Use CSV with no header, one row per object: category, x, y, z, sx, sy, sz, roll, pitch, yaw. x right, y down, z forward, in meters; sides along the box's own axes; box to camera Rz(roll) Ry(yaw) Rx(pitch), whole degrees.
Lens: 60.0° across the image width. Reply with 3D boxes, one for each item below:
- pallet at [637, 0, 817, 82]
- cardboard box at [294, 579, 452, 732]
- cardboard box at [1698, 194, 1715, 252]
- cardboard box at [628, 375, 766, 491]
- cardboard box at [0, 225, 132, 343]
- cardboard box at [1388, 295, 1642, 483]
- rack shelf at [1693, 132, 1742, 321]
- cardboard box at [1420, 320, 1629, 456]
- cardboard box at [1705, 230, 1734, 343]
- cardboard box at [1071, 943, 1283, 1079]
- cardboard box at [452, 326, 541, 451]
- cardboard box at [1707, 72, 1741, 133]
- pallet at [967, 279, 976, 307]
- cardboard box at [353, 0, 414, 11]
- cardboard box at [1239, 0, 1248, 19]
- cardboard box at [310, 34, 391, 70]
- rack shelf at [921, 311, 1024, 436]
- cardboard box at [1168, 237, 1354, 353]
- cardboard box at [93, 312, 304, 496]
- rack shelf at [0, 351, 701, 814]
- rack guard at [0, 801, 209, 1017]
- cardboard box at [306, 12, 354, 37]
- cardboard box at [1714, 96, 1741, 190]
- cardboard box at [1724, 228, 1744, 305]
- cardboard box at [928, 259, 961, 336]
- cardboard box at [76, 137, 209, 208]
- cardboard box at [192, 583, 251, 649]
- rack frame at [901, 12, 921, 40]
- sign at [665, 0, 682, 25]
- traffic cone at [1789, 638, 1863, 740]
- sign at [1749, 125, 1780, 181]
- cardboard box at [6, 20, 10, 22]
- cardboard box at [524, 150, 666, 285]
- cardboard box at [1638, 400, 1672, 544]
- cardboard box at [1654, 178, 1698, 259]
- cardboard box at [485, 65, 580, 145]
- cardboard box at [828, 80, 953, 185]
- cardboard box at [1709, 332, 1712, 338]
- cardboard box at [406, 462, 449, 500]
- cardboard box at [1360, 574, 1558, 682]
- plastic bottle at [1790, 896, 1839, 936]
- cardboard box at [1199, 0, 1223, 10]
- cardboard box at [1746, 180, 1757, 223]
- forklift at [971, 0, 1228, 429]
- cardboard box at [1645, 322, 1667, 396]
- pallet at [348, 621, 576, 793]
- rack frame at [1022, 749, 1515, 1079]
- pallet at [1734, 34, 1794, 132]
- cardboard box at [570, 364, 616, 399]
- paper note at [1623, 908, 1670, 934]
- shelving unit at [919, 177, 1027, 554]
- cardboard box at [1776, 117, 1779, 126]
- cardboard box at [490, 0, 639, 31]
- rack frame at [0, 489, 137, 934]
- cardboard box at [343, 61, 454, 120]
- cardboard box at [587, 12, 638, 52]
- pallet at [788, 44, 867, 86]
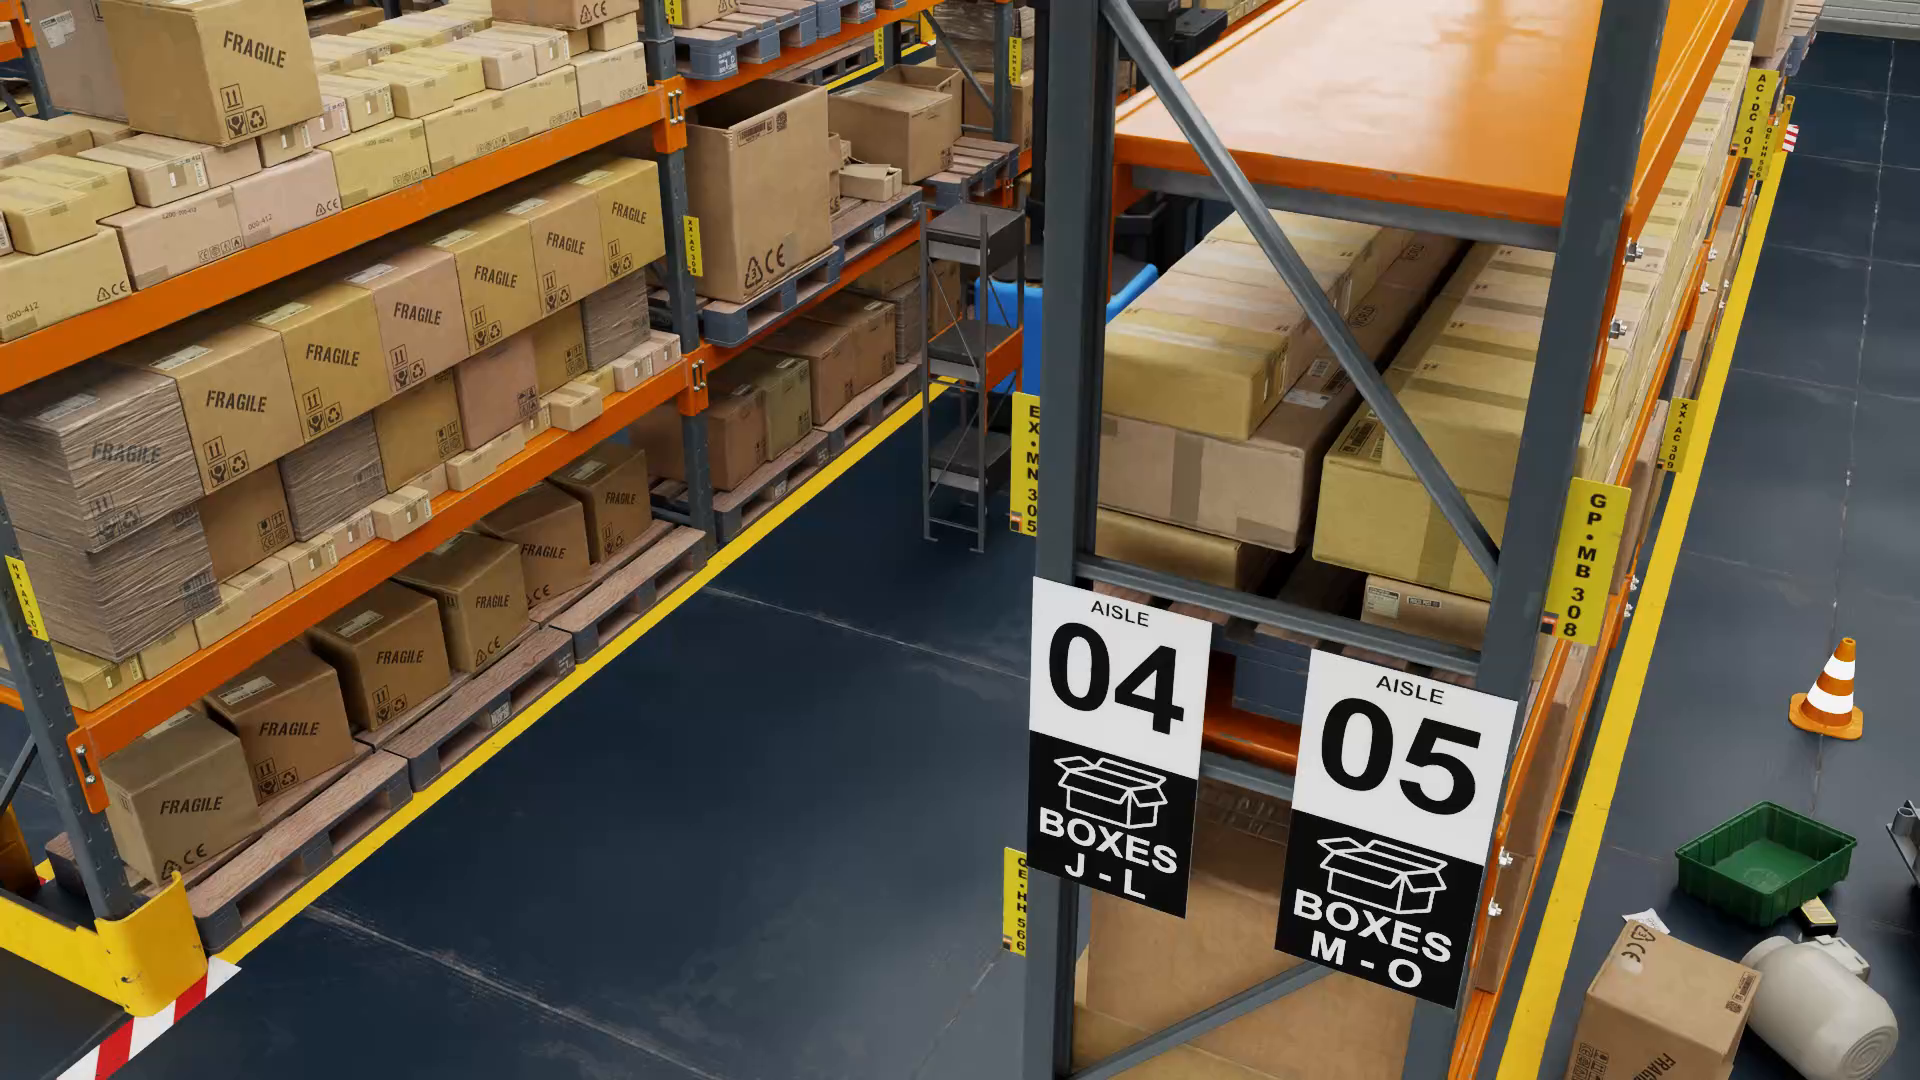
pallet,-1.542,-2.785,9.054,1.213,0.211,1.003,14,33,23
cardboard box,-2.897,0.540,8.176,0.500,0.500,0.500,18,34,28
cardboard box,2.340,-1.102,5.666,0.380,0.149,0.250,15,33,24
cardboard box,-1.619,-0.690,10.298,0.700,0.500,0.500,12,32,20
cardboard box,-3.290,-0.933,5.792,0.500,0.250,0.500,15,33,25
cardboard box,1.308,-0.344,3.945,0.500,0.250,0.500,14,33,23
rack shelf,3.363,-2.021,8.258,1.077,0.370,4.000,14,33,23
cardboard box,1.180,-0.322,3.507,0.380,0.149,0.250,14,33,24
cardboard box,4.079,-1.481,9.507,0.500,0.500,0.500,14,33,23
cardboard box,0.758,1.388,4.461,0.875,0.550,0.550,14,33,23
cardboard box,-2.575,-0.844,8.100,0.875,0.500,0.500,14,33,23
cardboard box,2.339,-1.451,5.473,0.380,0.149,0.250,14,33,23
pallet,0.331,-2.212,13.681,1.003,0.211,1.213,14,33,23
cardboard box,-7.083,-6.535,20.476,0.500,0.500,0.500,14,33,23
cardboard box,2.631,-5.273,16.462,0.380,0.149,0.250,14,33,23
cardboard box,-2.815,-2.184,7.570,0.380,0.149,0.250,14,33,22
rack shelf,0.075,-0.972,9.652,0.431,0.518,0.480,14,33,23
cardboard box,0.713,-0.586,3.966,0.380,0.149,0.250,15,33,24
cardboard box,-3.013,-0.550,6.584,0.500,0.500,0.500,14,33,23
rack shelf,-2.829,-0.117,7.955,1.077,0.370,4.000,14,33,23
rack guard,-3.705,1.508,6.913,1.175,0.500,0.348,14,33,23
cardboard box,-7.293,-5.717,19.052,0.500,0.500,0.500,14,33,23
cardboard box,2.456,-1.459,5.887,0.500,0.250,0.500,14,33,23
cardboard box,5.749,-2.178,12.909,0.500,0.500,0.500,13,33,22
cardboard box,-0.383,-1.894,12.395,0.700,0.500,0.500,13,32,21
cardboard box,-3.011,-1.358,6.132,0.380,0.149,0.250,16,33,25
cardboard box,-3.139,0.280,6.792,0.380,0.149,0.250,14,33,23
rack frame,-0.860,-7.759,20.540,1.000,3.000,0.127,14,33,23
sign,-1.431,-2.721,8.235,0.100,0.325,0.005,14,33,23
traffic cone,4.407,0.702,8.353,0.336,0.463,0.334,14,33,23
sign,4.770,-2.297,9.865,0.100,0.325,0.005,14,33,23
cardboard box,-9.117,-5.148,16.082,0.500,0.311,0.500,16,34,26
cardboard box,-1.878,-1.660,8.515,0.500,0.500,0.500,14,33,23
cardboard box,2.931,-0.361,7.557,0.500,0.500,0.500,15,33,24
cardboard box,1.761,-0.888,4.492,0.380,0.149,0.250,15,33,24
cardboard box,-2.140,-2.061,7.756,0.500,0.250,0.500,15,33,24
cardboard box,-0.471,-2.796,11.375,0.700,0.500,0.500,20,35,30
cardboard box,4.804,-1.593,11.138,0.500,0.250,0.500,13,32,21
cardboard box,-2.632,-0.290,7.785,0.380,0.149,0.250,14,33,23
cardboard box,1.071,0.131,3.518,0.380,0.149,0.250,15,33,24
plastic bottle,3.669,1.593,7.204,0.133,0.061,0.283,-1,30,-3
cardboard box,2.174,-5.075,15.718,0.500,0.250,0.500,14,33,22
cardboard box,5.982,-2.728,13.114,0.500,0.250,0.500,13,32,22
forklift,1.148,-2.605,11.633,1.130,2.935,3.031,13,32,21
cardboard box,1.761,-0.542,4.689,0.380,0.149,0.250,15,33,24
pallet,-2.747,0.742,8.536,1.003,0.211,1.213,14,33,23
rack frame,0.630,1.628,4.194,1.000,3.000,0.127,14,33,23
pallet,3.521,-2.344,8.288,1.003,0.211,1.213,16,33,26
cardboard box,-2.044,-0.839,8.741,0.380,0.149,0.250,14,33,23
paper note,2.952,1.645,7.145,0.147,0.020,0.142,-7,31,-11
shelving unit,0.075,-0.984,9.645,0.431,2.100,0.503,14,33,23
cardboard box,7.485,-3.903,15.669,0.380,0.149,0.250,16,33,25
cardboard box,-1.896,-2.748,7.901,0.500,0.500,0.500,13,32,22
rack frame,-3.740,0.458,6.232,1.000,3.000,0.127,14,33,23
cardboard box,-2.404,-1.929,7.126,0.380,0.149,0.250,16,34,26
cardboard box,-1.808,-2.515,8.146,0.380,0.149,0.250,15,33,25
pallet,-1.827,-5.654,19.675,1.003,0.211,1.213,14,33,23
